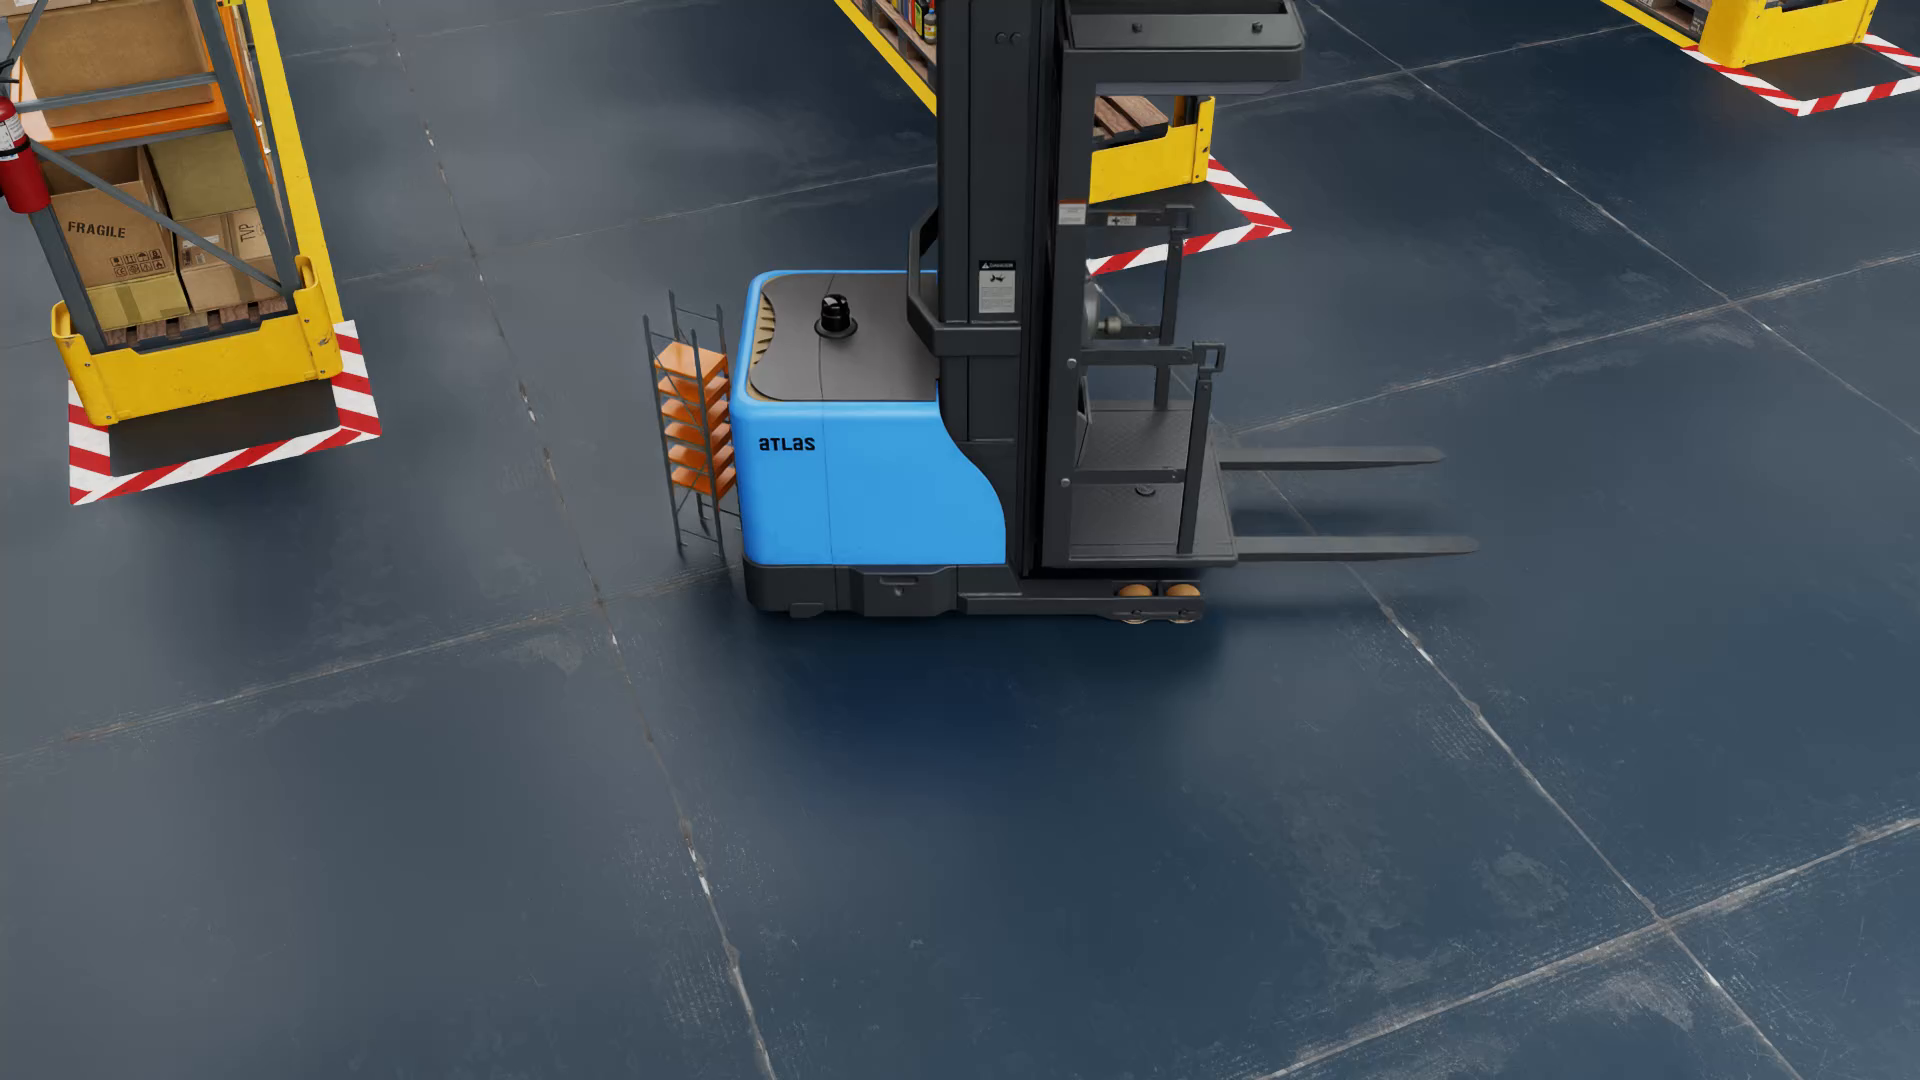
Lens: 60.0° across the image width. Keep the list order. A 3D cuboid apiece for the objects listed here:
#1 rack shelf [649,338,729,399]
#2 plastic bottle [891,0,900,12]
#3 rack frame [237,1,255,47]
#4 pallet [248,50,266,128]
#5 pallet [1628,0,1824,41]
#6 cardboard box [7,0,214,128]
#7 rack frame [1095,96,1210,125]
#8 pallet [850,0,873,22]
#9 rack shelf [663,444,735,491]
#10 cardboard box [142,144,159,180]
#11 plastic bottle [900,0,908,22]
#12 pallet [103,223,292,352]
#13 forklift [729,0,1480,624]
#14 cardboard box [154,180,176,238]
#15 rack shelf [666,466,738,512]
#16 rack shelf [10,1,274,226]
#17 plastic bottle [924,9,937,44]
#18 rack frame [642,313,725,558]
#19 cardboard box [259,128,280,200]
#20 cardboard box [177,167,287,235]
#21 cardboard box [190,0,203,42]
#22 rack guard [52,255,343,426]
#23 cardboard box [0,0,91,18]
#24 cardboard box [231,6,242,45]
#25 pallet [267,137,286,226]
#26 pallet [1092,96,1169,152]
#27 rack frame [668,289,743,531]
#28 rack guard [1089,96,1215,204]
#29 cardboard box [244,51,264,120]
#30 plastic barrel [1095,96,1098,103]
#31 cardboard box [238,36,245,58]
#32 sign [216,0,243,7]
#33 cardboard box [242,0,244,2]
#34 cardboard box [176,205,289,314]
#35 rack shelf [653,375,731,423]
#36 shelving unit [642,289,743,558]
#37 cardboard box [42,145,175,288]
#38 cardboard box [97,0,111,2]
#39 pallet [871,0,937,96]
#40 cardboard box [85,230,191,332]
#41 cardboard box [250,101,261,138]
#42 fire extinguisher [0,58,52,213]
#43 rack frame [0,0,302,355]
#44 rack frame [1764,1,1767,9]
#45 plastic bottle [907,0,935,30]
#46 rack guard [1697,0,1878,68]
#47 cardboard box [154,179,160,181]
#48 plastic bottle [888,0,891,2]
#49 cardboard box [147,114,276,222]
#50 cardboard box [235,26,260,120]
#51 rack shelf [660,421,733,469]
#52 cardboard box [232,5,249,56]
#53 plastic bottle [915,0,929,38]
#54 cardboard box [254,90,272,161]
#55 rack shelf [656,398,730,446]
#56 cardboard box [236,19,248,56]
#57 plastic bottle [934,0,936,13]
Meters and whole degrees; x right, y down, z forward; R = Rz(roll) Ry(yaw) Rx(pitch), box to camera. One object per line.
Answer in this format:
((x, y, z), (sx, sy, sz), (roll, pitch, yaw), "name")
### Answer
((-1.079, -0.685, 6.635), (0.258, 0.103, 0.180), (18, 46, 18), "rack shelf")
((-0.370, -3.661, 10.901), (0.144, 0.351, 0.185), (-13, 42, -15), "plastic bottle")
((-5.180, -4.337, 9.993), (1.000, 3.000, 0.127), (-15, 43, -17), "rack frame")
((-4.914, -2.790, 10.333), (1.003, 0.211, 1.213), (-15, 43, -17), "pallet")
((5.198, -3.883, 11.604), (1.003, 0.211, 1.213), (-15, 43, -17), "pallet")
((-3.816, -2.250, 7.489), (0.700, 0.500, 0.500), (-15, 43, -17), "cardboard box")
((0.929, -3.161, 8.625), (1.000, 3.000, 0.127), (-15, 43, -17), "rack frame")
((-0.383, -4.098, 11.854), (1.003, 0.211, 1.213), (-15, 43, -17), "pallet")
((-1.082, -0.333, 6.961), (0.258, 0.103, 0.180), (18, 46, 18), "rack shelf")
((-4.525, -2.176, 8.692), (0.500, 0.500, 0.500), (-15, 43, -17), "cardboard box")
((-0.303, -3.534, 10.811), (0.152, 0.276, 0.135), (-16, 43, -18), "plastic bottle")
((-3.980, -1.321, 8.624), (1.003, 0.211, 1.213), (-15, 43, -17), "pallet")
((0.630, -1.114, 6.297), (3.031, 2.935, 1.130), (0, 41, 0), "forklift")
((-4.330, -1.592, 8.587), (0.500, 0.250, 0.500), (-15, 43, -17), "cardboard box")
((-1.082, -0.245, 7.043), (0.258, 0.103, 0.180), (18, 46, 18), "rack shelf")
((-4.414, -2.860, 8.826), (1.077, 0.370, 4.000), (-15, 43, -17), "rack shelf")
((-0.179, -3.264, 10.554), (0.097, 0.201, 0.097), (0, 41, 0), "plastic bottle")
((-1.120, -0.398, 6.789), (0.240, 1.200, 0.006), (18, 46, 18), "rack frame")
((-4.034, -2.024, 9.090), (0.500, 0.250, 0.500), (-15, 43, -17), "cardboard box")
((-3.843, -1.723, 8.740), (0.500, 0.250, 0.500), (-15, 43, -17), "cardboard box")
((-4.021, -2.565, 7.856), (0.700, 0.500, 0.500), (-14, 43, -16), "cardboard box")
((-3.640, -0.965, 7.989), (1.175, 0.500, 0.348), (-15, 43, -17), "rack guard")
((-3.971, -2.394, 7.159), (0.380, 0.149, 0.250), (-16, 43, -18), "cardboard box")
((-4.620, -3.209, 9.893), (0.500, 0.500, 0.500), (-15, 43, -17), "cardboard box")
((-4.443, -2.054, 9.477), (1.003, 0.211, 1.213), (-15, 43, -17), "pallet")
((0.550, -2.628, 10.145), (1.003, 0.211, 1.213), (-15, 43, -17), "pallet")
((-1.041, -0.510, 6.910), (0.240, 1.200, 0.006), (18, 46, 18), "rack frame")
((0.856, -2.247, 9.480), (1.175, 0.500, 0.348), (-15, 43, -17), "rack guard")
((-4.413, -2.628, 9.792), (0.500, 0.250, 0.500), (-15, 43, -17), "cardboard box")
((0.606, -2.754, 9.738), (0.421, 0.512, 0.421), (0, 41, 0), "plastic barrel")
((-4.425, -2.909, 9.544), (0.500, 0.500, 0.500), (-15, 43, -17), "cardboard box")
((-3.134, -2.421, 7.040), (0.100, 0.325, 0.005), (-15, 43, -17), "sign")
((-5.105, -3.759, 11.107), (0.500, 0.250, 0.500), (-16, 43, -18), "cardboard box")
((-3.649, -1.423, 8.391), (0.500, 0.250, 0.500), (-15, 43, -17), "cardboard box")
((-1.080, -0.597, 6.716), (0.258, 0.103, 0.180), (18, 46, 18), "rack shelf")
((-1.081, -0.454, 6.849), (0.258, 1.200, 0.189), (18, 46, 18), "shelving unit")
((-4.129, -1.577, 7.995), (0.500, 0.500, 0.500), (-15, 43, -17), "cardboard box")
((-3.600, -2.501, 7.284), (0.380, 0.149, 0.250), (-15, 43, -17), "cardboard box")
((0.087, -3.362, 10.998), (1.003, 0.211, 1.213), (-15, 43, -17), "pallet")
((-4.127, -1.294, 8.240), (0.500, 0.250, 0.500), (-15, 43, -17), "cardboard box")
((-4.045, -2.306, 8.842), (0.500, 0.500, 0.500), (-15, 43, -17), "cardboard box")
((-4.033, -1.711, 6.999), (0.296, 0.674, 0.183), (-15, 43, -17), "fire extinguisher")
((-3.649, -1.928, 7.191), (1.000, 3.000, 0.127), (-15, 43, -17), "rack frame")
((5.505, -4.397, 10.062), (1.000, 3.000, 0.127), (-15, 43, -17), "rack frame")
((-0.250, -3.451, 10.714), (0.152, 0.276, 0.135), (-15, 43, -17), "plastic bottle")
((5.476, -3.495, 10.930), (1.175, 0.500, 0.348), (-15, 43, -17), "rack guard")
((-4.523, -1.892, 8.937), (0.500, 0.250, 0.500), (-15, 43, -17), "cardboard box")
((-0.441, -3.773, 11.032), (0.144, 0.351, 0.185), (-15, 43, -17), "plastic bottle")
((-3.842, -2.008, 8.496), (0.500, 0.500, 0.500), (-15, 43, -17), "cardboard box")
((-4.220, -2.611, 9.198), (0.500, 0.500, 0.500), (-15, 43, -17), "cardboard box")
((-1.081, -0.421, 6.879), (0.258, 0.103, 0.180), (18, 46, 18), "rack shelf")
((-4.800, -3.229, 10.491), (0.500, 0.250, 0.500), (-15, 43, -17), "cardboard box")
((-0.240, -3.361, 10.603), (0.061, 0.283, 0.133), (-14, 43, -16), "plastic bottle")
((-4.221, -2.327, 9.442), (0.500, 0.250, 0.500), (-15, 43, -17), "cardboard box")
((-1.080, -0.509, 6.798), (0.258, 0.103, 0.180), (18, 46, 18), "rack shelf")
((-4.618, -2.925, 10.138), (0.500, 0.250, 0.500), (-15, 43, -17), "cardboard box")
((-0.152, -3.480, 10.743), (0.061, 0.283, 0.133), (-15, 43, -17), "plastic bottle")
